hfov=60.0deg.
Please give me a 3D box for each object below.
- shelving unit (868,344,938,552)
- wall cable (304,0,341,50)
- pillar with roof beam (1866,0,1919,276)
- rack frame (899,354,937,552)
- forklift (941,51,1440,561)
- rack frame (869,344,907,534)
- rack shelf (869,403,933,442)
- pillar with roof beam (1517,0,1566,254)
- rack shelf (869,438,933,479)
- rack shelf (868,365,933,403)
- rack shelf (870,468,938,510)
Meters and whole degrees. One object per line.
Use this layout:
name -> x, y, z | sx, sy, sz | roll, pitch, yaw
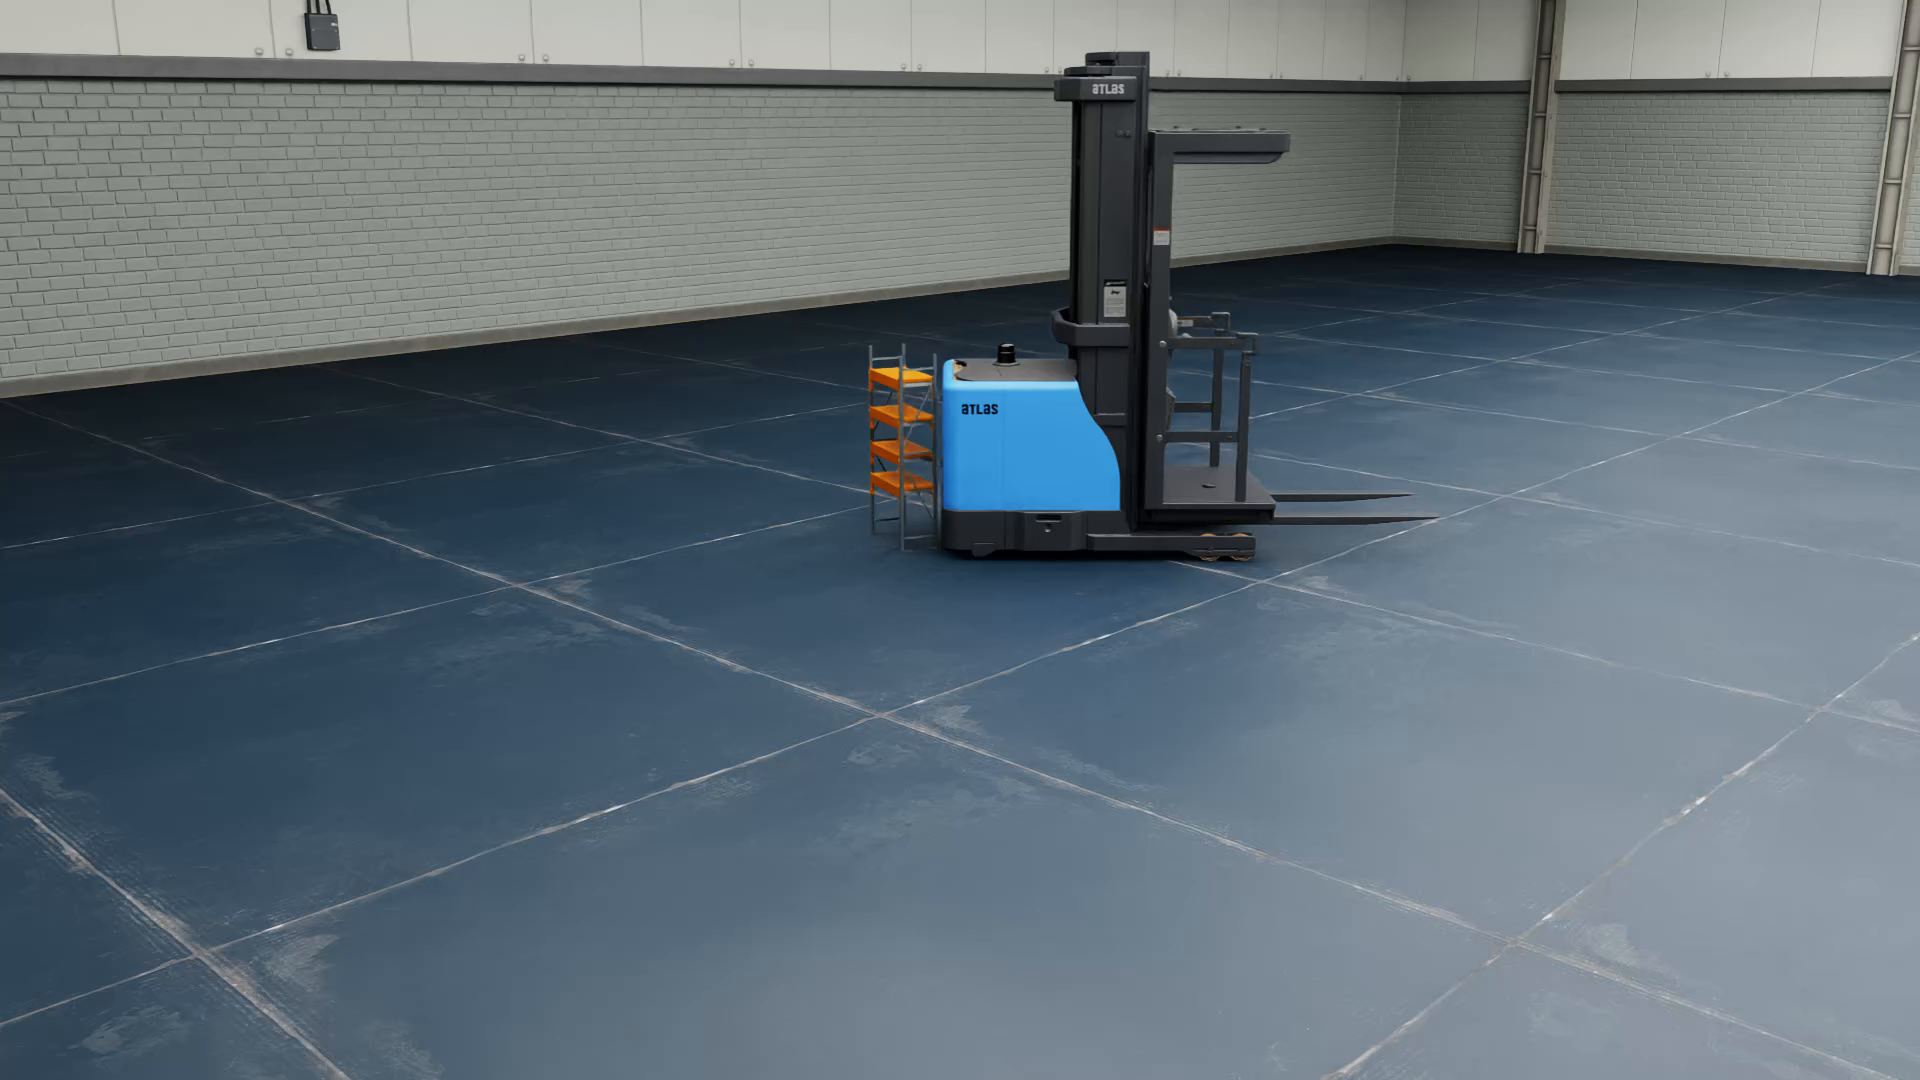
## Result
shelving unit -> -0.353, -0.575, 10.260 | 0.258, 1.200, 0.503 | -7, 16, -24
wall cable -> -5.824, -8.120, 17.005 | 0.169, 6.003, 2.305 | 14, 20, 42
pillar with roof beam -> 11.973, -7.885, 22.846 | 0.400, 9.000, 9.100 | 14, 20, 42
rack frame -> -0.252, -0.519, 10.045 | 0.240, 1.200, 0.015 | -7, 16, -24
forklift -> 1.397, -1.424, 10.085 | 3.031, 2.935, 1.130 | 0, 15, 0
rack frame -> -0.454, -0.631, 10.475 | 0.240, 1.200, 0.015 | -7, 16, -24
rack shelf -> -0.353, -0.727, 10.220 | 0.258, 0.148, 0.480 | -7, 16, -24
pillar with roof beam -> 7.654, -8.935, 26.876 | 0.400, 9.000, 9.100 | 14, 20, 42
rack shelf -> -0.353, -0.510, 10.277 | 0.258, 0.148, 0.480 | -7, 16, -24
rack shelf -> -0.353, -0.955, 10.161 | 0.258, 0.148, 0.480 | -7, 16, -24
rack shelf -> -0.353, -0.318, 10.327 | 0.258, 0.148, 0.480 | -7, 16, -24
